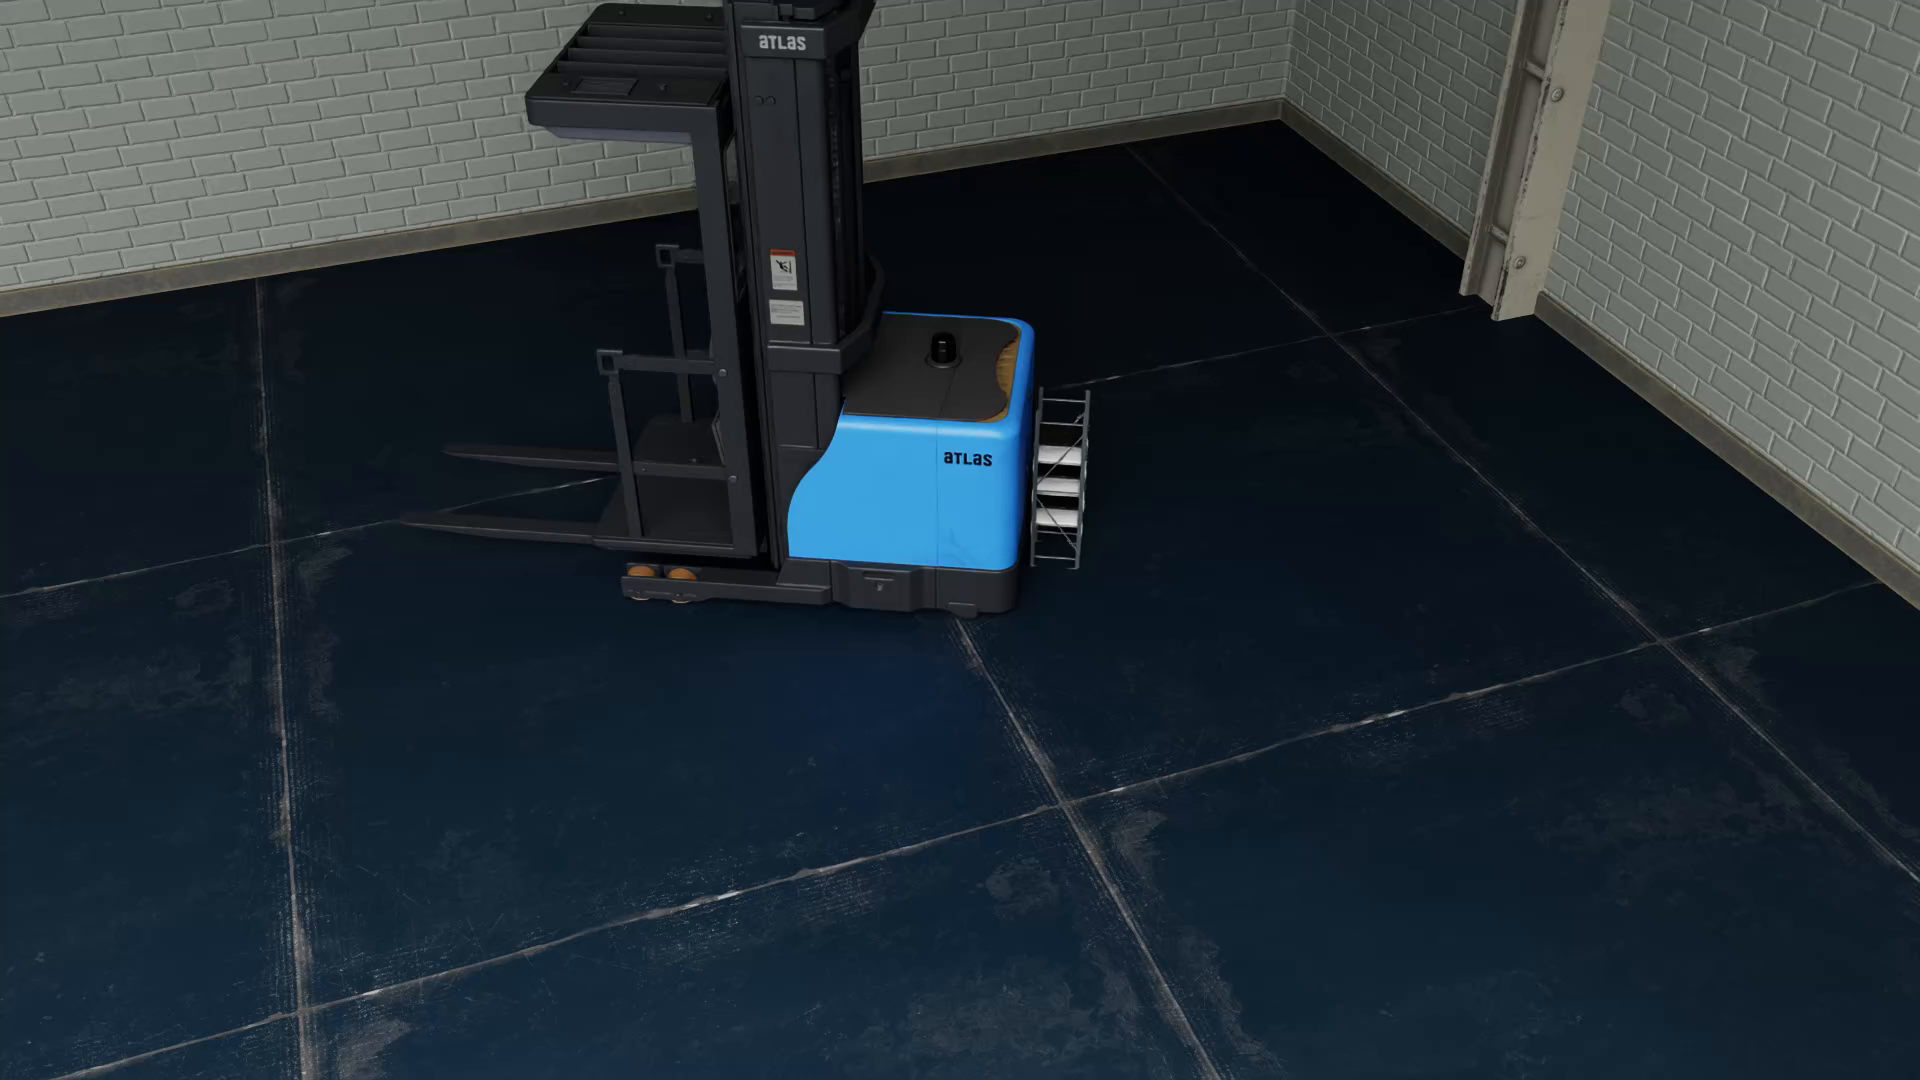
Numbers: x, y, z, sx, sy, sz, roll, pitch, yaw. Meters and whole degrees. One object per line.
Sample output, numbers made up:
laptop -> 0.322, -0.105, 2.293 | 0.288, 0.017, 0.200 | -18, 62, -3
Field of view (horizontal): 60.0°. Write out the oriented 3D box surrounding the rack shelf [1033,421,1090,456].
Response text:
rack shelf -> 0.475, -0.473, 7.796 | 0.258, 0.077, 0.200 | 4, 37, 5

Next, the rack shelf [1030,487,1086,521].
rack shelf -> 0.474, -0.186, 8.013 | 0.258, 0.077, 0.200 | 4, 37, 5

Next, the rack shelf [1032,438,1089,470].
rack shelf -> 0.475, -0.401, 7.851 | 0.258, 0.077, 0.200 | 4, 37, 5

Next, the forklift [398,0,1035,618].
forklift -> -1.184, -1.181, 7.442 | 3.031, 2.935, 1.130 | 4, 37, 5

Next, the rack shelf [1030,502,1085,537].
rack shelf -> 0.473, -0.114, 8.067 | 0.258, 0.077, 0.200 | 4, 37, 5

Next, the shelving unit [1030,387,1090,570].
shelving unit -> 0.474, -0.284, 7.939 | 0.258, 0.900, 0.210 | 4, 37, 5

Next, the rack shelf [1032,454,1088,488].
rack shelf -> 0.474, -0.329, 7.905 | 0.258, 0.077, 0.200 | 4, 37, 5

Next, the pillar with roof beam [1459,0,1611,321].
pillar with roof beam -> -0.723, -4.171, 6.368 | 9.100, 9.000, 0.400 | -12, 39, -16

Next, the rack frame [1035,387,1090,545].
rack frame -> 0.485, -0.345, 8.020 | 0.240, 0.900, 0.006 | 4, 37, 5

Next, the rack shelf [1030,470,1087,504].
rack shelf -> 0.474, -0.258, 7.959 | 0.258, 0.077, 0.200 | 4, 37, 5

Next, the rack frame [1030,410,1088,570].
rack frame -> 0.463, -0.223, 7.858 | 0.240, 0.900, 0.006 | 4, 37, 5
